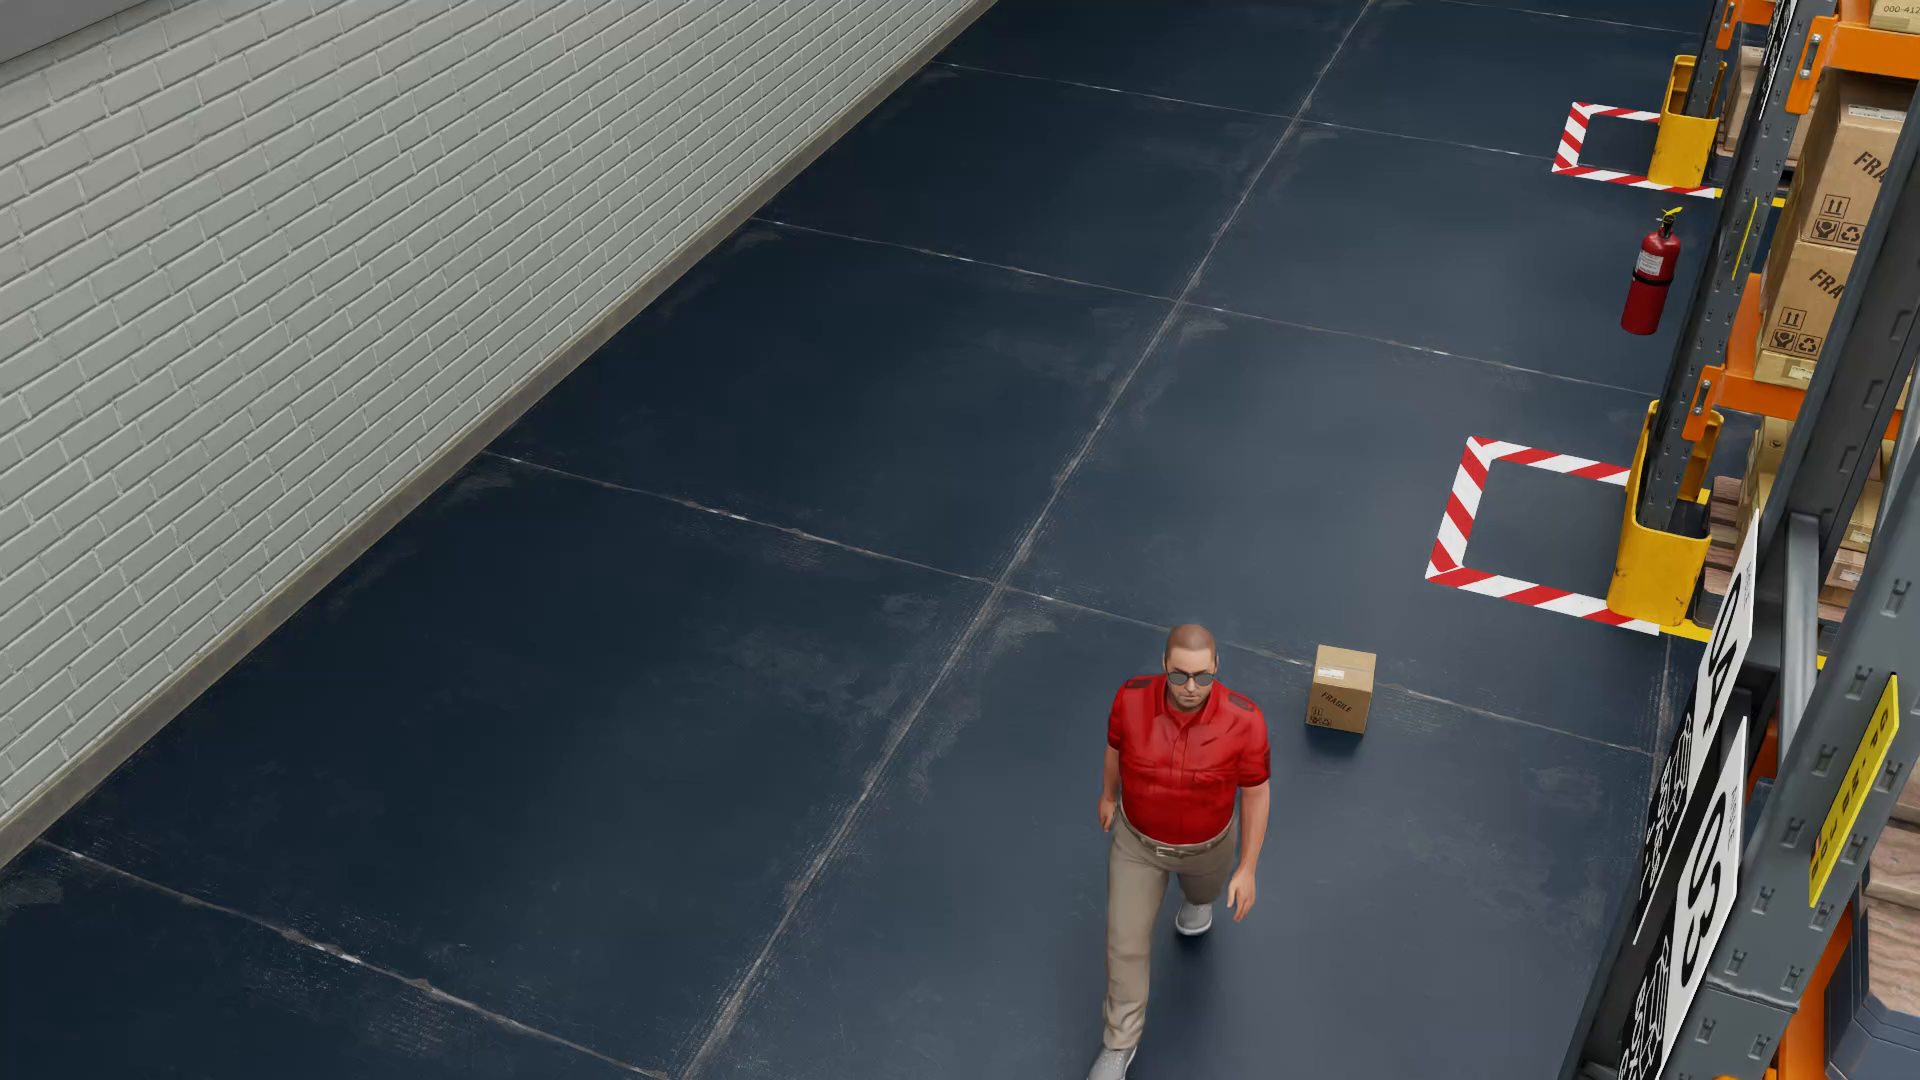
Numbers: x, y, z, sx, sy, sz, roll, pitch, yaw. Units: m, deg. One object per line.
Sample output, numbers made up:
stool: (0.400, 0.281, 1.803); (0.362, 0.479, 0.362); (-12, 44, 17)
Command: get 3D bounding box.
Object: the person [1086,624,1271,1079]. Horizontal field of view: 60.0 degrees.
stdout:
person: (0.720, 0.994, 5.537); (0.568, 1.668, 1.072); (7, 38, 9)
